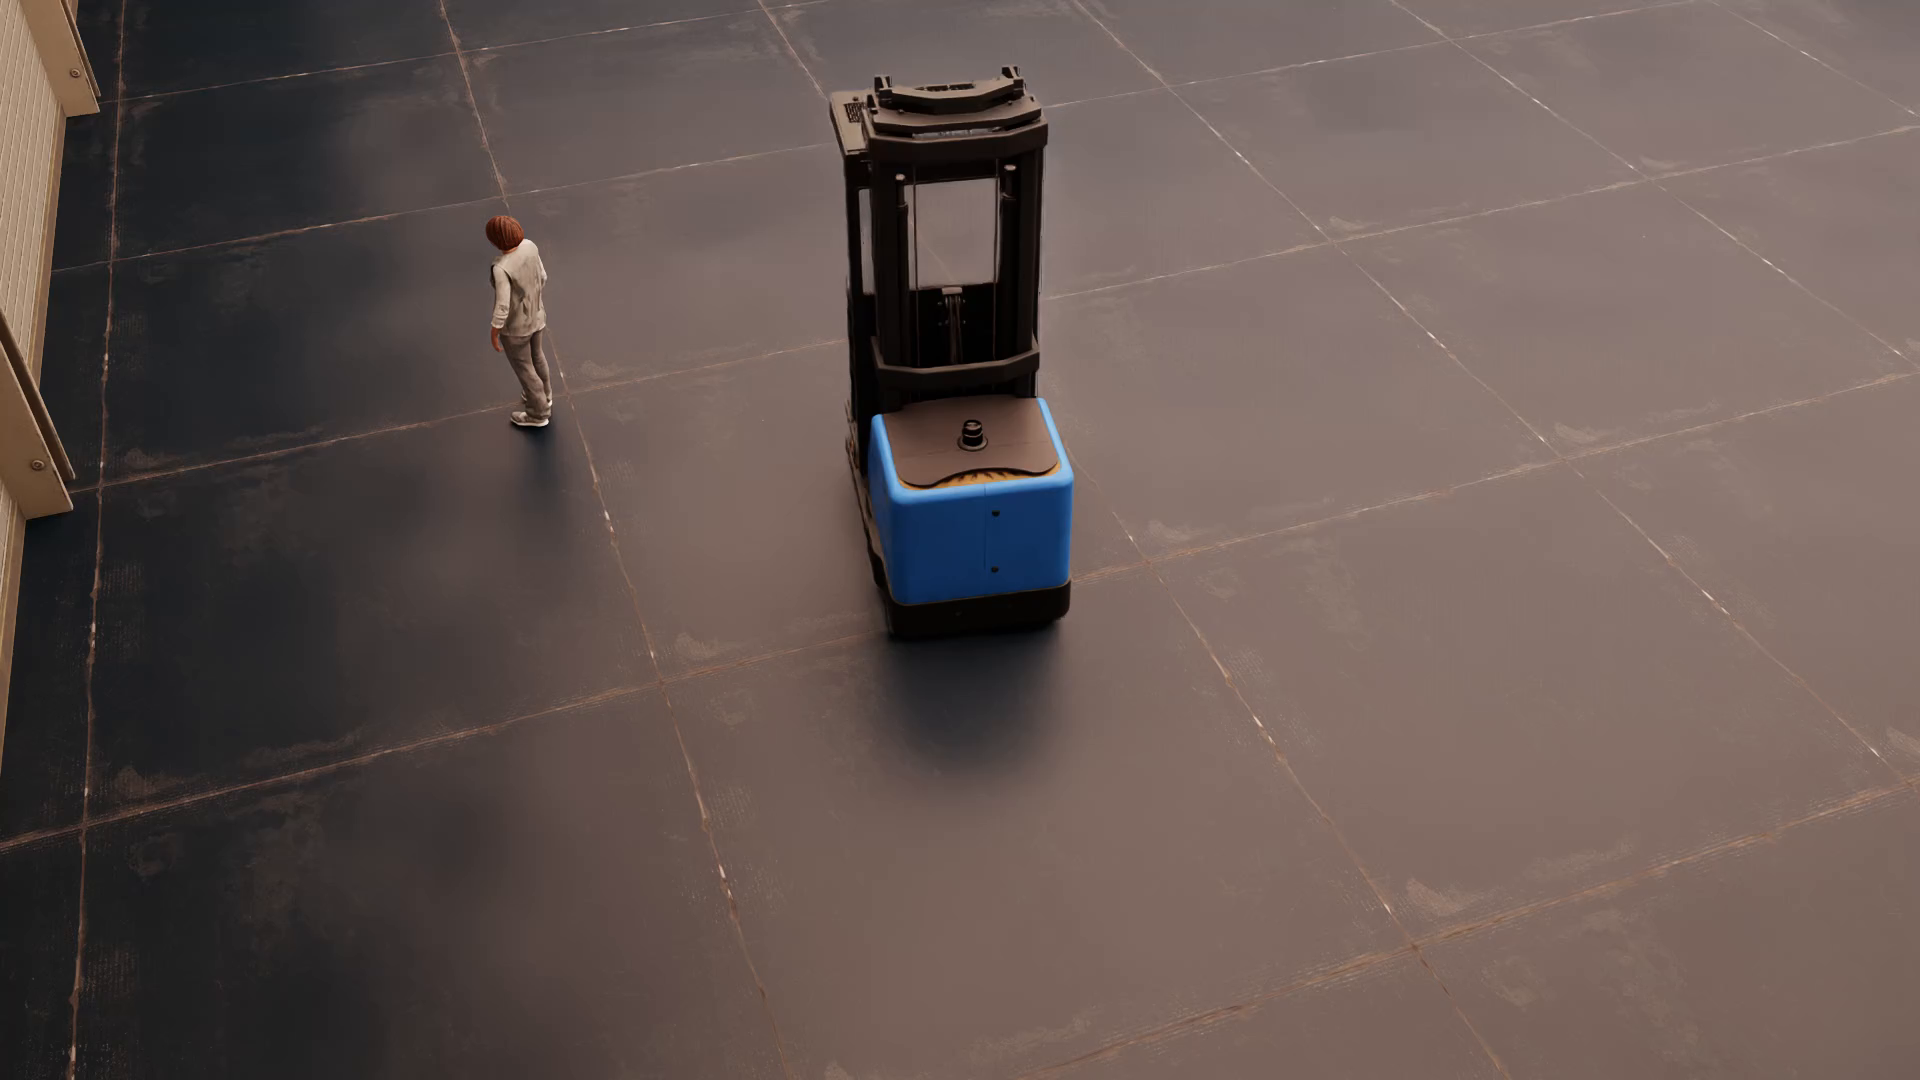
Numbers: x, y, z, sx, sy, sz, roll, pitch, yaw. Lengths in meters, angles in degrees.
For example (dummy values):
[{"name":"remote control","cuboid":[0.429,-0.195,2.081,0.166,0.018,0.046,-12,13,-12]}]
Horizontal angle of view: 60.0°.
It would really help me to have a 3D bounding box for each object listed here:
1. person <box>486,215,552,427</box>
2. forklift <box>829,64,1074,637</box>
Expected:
[{"name":"person","cuboid":[-2.884,-1.417,10.711,0.474,1.597,0.520,16,43,19]},{"name":"forklift","cuboid":[-0.133,-1.522,9.809,1.130,2.935,3.031,-7,40,-8]}]
